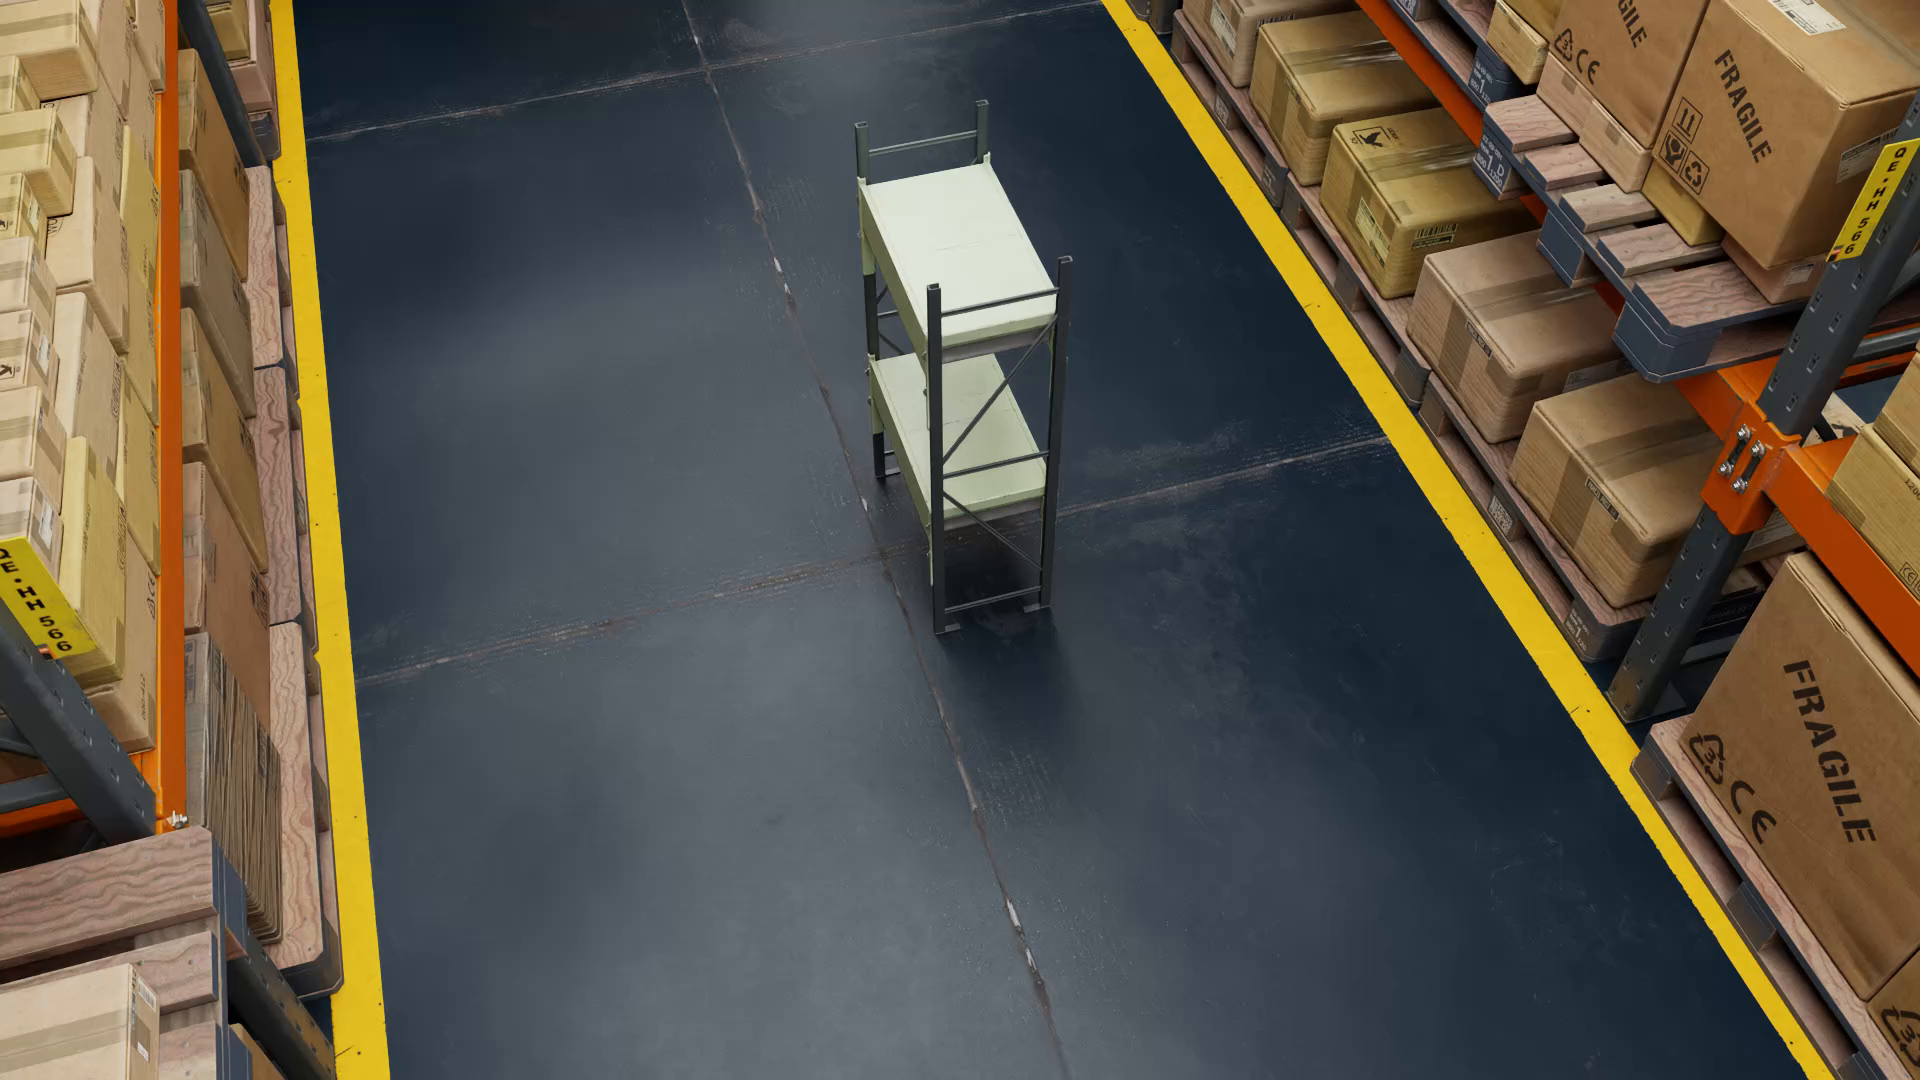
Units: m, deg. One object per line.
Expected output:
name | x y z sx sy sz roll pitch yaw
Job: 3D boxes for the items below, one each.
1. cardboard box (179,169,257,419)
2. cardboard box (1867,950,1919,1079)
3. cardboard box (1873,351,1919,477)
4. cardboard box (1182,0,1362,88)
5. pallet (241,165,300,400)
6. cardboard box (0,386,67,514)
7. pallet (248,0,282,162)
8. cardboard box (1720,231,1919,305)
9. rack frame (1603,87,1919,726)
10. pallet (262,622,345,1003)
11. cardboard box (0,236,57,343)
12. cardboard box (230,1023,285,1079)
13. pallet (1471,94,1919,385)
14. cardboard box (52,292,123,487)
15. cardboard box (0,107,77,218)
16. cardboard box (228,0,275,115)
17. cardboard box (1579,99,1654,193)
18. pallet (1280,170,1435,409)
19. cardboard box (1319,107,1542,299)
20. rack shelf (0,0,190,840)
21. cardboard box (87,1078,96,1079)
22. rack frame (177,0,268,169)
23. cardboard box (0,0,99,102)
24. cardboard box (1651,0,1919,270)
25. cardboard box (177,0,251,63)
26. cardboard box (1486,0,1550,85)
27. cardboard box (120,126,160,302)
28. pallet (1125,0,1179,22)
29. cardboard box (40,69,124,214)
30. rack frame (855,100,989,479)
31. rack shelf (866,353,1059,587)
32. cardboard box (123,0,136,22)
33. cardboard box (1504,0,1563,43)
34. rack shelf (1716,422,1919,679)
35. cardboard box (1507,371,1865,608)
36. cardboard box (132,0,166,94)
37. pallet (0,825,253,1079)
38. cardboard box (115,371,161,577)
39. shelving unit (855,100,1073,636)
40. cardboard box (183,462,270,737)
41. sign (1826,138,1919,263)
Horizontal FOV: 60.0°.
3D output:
cardboard box | -2.977 -0.757 5.705 0.875 0.625 0.625 -14 51 -11
cardboard box | 2.944 1.187 3.902 0.875 0.875 0.875 -13 51 -11
cardboard box | 2.474 -0.225 3.749 0.500 0.250 0.500 -14 51 -11
cardboard box | 1.534 -2.365 7.226 0.950 0.372 0.625 -13 51 -11
pallet | -3.109 -0.906 6.376 1.003 0.211 1.213 -13 51 -11
cardboard box | -2.074 -0.148 3.423 0.380 0.149 0.250 -12 51 -10
pallet | -3.559 -2.026 7.320 1.003 0.211 1.213 -13 51 -11
cardboard box | 2.238 -0.779 4.334 0.380 0.149 0.250 -12 51 -10
rack frame | 2.560 -0.538 4.242 1.000 3.000 0.127 -13 51 -11
pallet | -2.387 0.876 4.874 1.003 0.211 1.213 -13 51 -11
cardboard box | -2.264 -0.518 3.735 0.380 0.149 0.250 -13 51 -11
cardboard box | -1.851 1.518 3.869 0.500 0.500 0.500 -12 51 -10
pallet | 2.247 -0.972 4.733 1.213 0.211 1.003 -13 51 -11
cardboard box | -2.226 -0.271 3.788 0.500 0.250 0.500 -12 51 -10
cardboard box | -2.386 -0.894 4.052 0.380 0.149 0.250 -12 51 -10
cardboard box | -3.191 -2.012 7.008 0.500 0.250 0.500 -13 51 -11
cardboard box | 1.972 -1.132 4.632 0.380 0.149 0.250 -14 51 -11
pallet | 1.973 -1.100 6.539 1.003 0.211 1.213 -13 51 -11
cardboard box | 1.957 -1.333 6.356 0.950 0.372 0.625 -12 51 -10
rack shelf | -2.772 -0.642 4.800 1.077 0.370 4.000 -13 51 -11
cardboard box | -1.560 1.197 2.602 0.500 0.250 0.500 -15 52 -13
rack frame | -3.364 -2.334 5.756 1.000 3.000 0.127 -13 51 -11
cardboard box | -2.492 -1.274 4.372 0.380 0.149 0.250 -15 51 -12
cardboard box | 2.160 -1.070 4.156 0.500 0.500 0.500 -15 51 -12
cardboard box | -3.212 -2.168 6.812 0.500 0.250 0.500 -14 51 -11
cardboard box | 1.811 -1.515 4.955 0.380 0.149 0.250 -13 51 -10
cardboard box | -2.533 -0.866 4.616 0.500 0.250 0.500 -12 51 -10
pallet | 1.144 -3.043 8.177 1.003 0.211 1.213 -13 51 -11
cardboard box | -2.538 -1.025 4.423 0.500 0.250 0.500 -13 51 -10
rack frame | -0.110 -0.756 5.406 0.400 1.500 0.023 -13 51 -11
rack shelf | -0.002 -0.278 5.430 0.431 0.370 0.720 -13 51 -11
cardboard box | -2.815 -1.772 5.053 0.500 0.250 0.500 -15 51 -12
cardboard box | 1.846 -1.814 4.783 0.500 0.500 0.500 -16 52 -13
rack shelf | 3.151 1.155 3.285 1.077 0.370 4.000 -13 51 -11
cardboard box | 2.402 -0.241 5.435 0.950 0.372 0.625 -16 52 -13
cardboard box | -2.811 -1.611 5.244 0.500 0.250 0.500 -14 51 -11
pallet | -1.913 1.128 2.963 1.213 0.211 1.003 -13 51 -11
cardboard box | -2.223 -0.112 3.981 0.500 0.250 0.500 -14 51 -12
shelving unit | -0.002 -0.488 5.181 0.431 1.500 0.755 -13 51 -11
cardboard box | -2.553 0.283 4.828 0.875 0.625 0.625 -12 51 -10
sign | 2.044 -0.756 3.720 0.100 0.325 0.005 -13 51 -11
